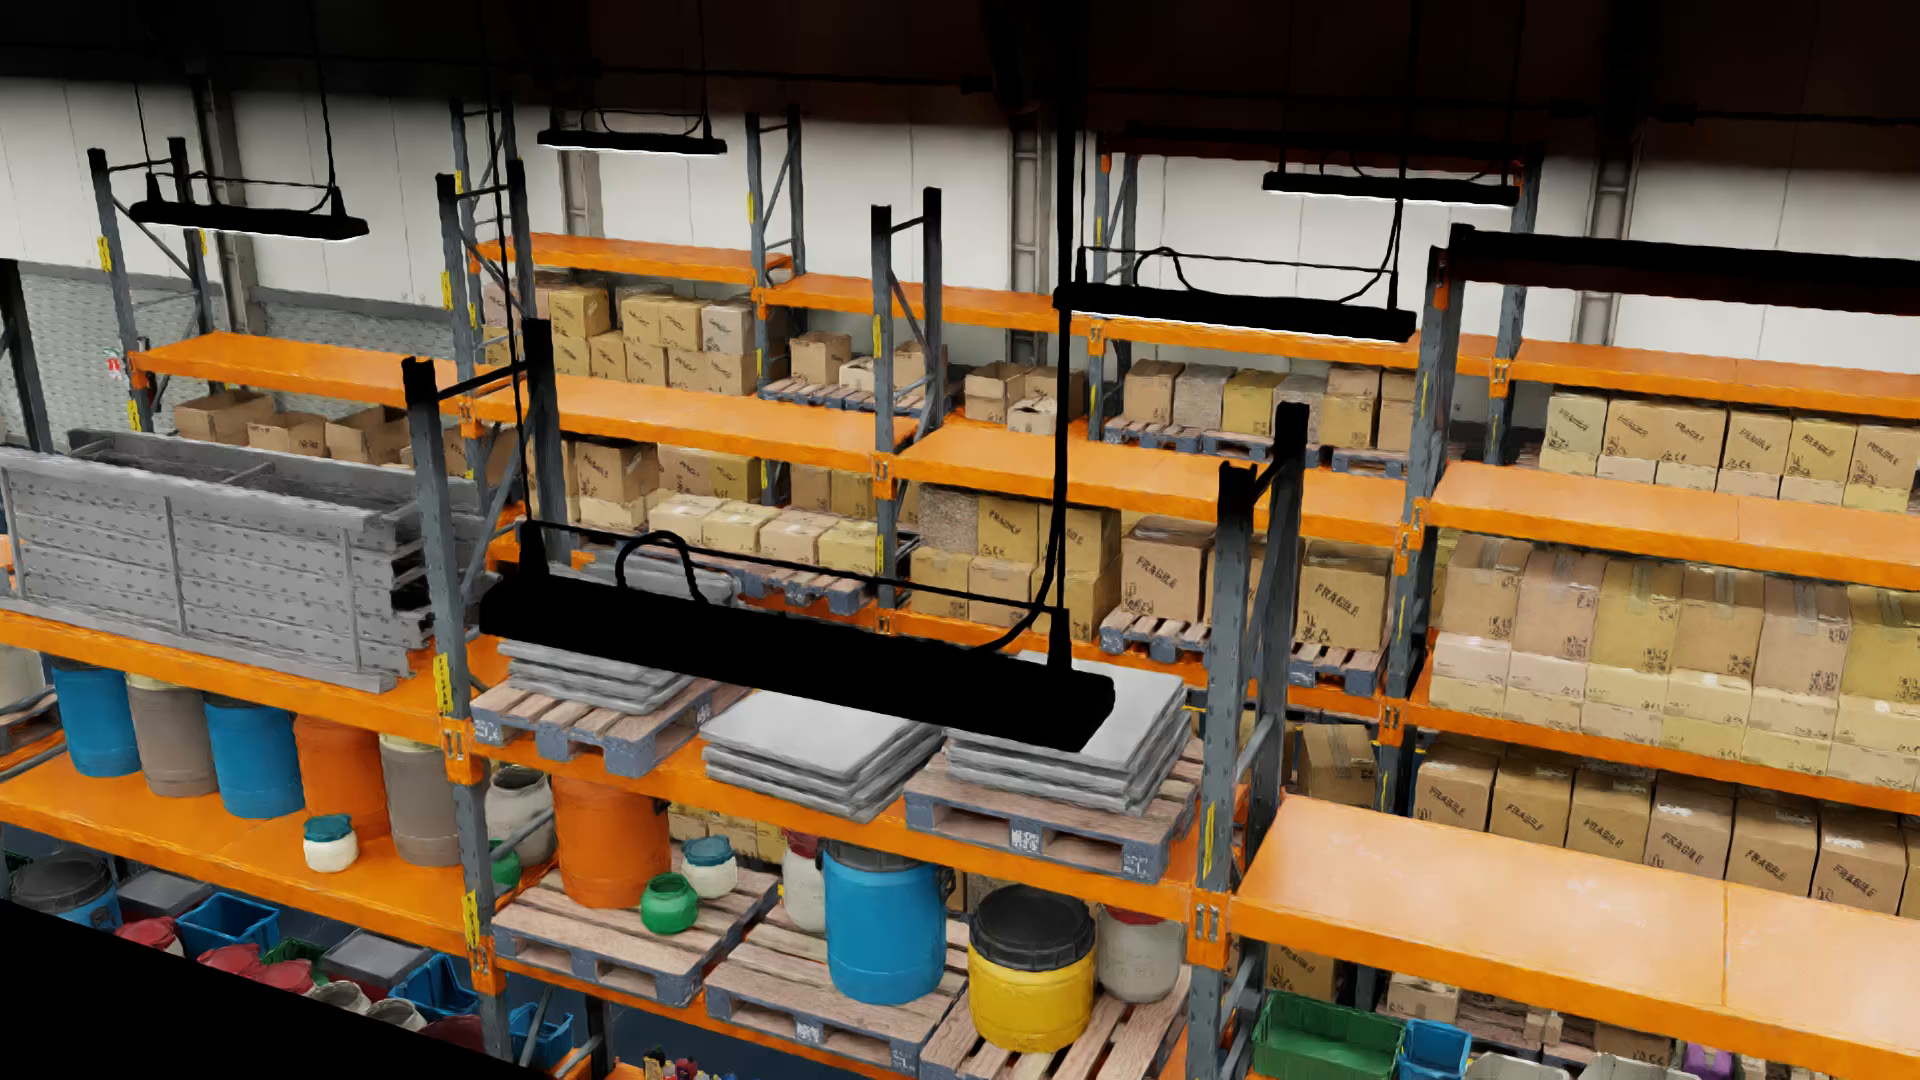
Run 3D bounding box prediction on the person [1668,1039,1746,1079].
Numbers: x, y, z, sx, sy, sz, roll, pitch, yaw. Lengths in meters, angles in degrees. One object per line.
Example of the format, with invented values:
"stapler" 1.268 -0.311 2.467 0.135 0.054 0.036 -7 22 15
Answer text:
"person" 4.769 3.633 10.690 0.553 1.601 0.345 8 22 20
